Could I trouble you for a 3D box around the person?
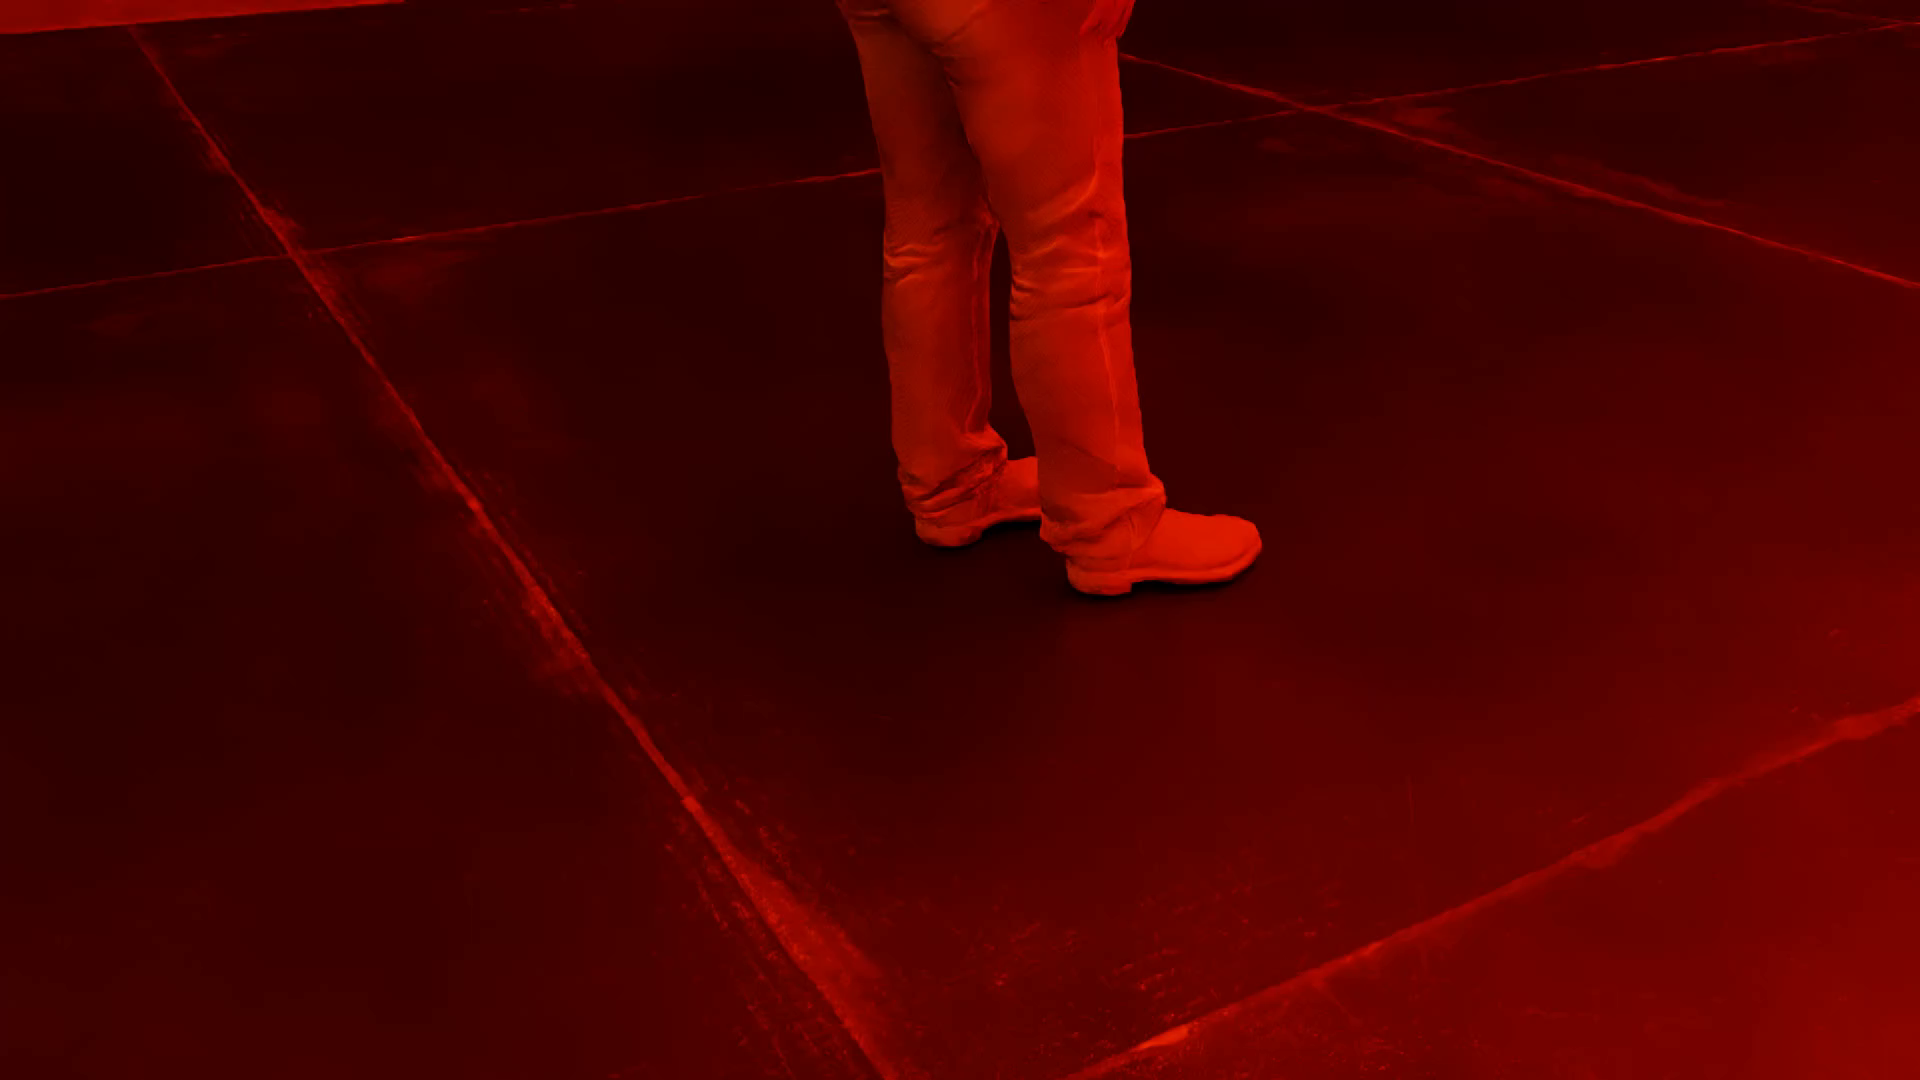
[{"bbox_3d":[0.058,-0.808,2.117,0.567,1.773,0.631,-15,30,-26],"label":"person"}]
